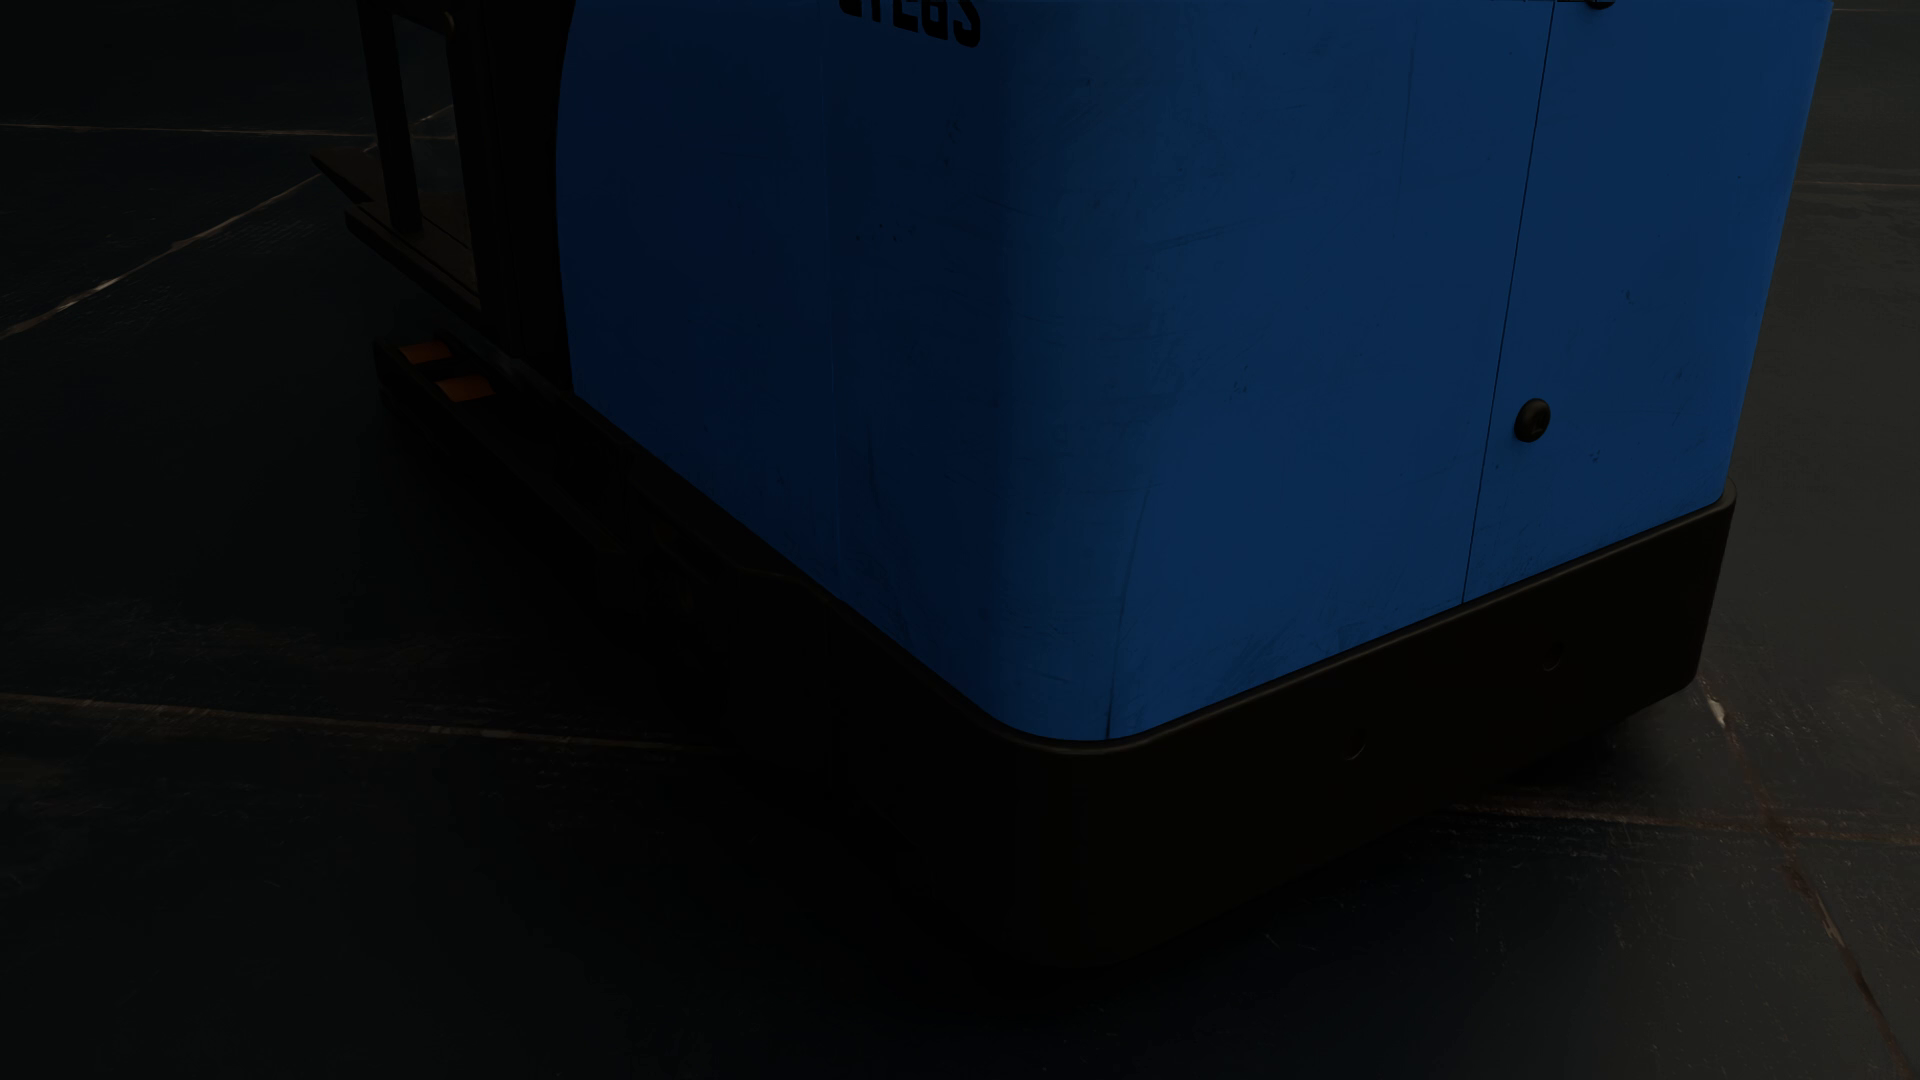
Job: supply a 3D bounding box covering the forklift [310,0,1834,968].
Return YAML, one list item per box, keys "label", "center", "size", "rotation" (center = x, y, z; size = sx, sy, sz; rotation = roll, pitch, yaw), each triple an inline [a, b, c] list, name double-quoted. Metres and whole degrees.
- label: "forklift"
  center: [-0.341, -1.521, 2.266]
  size: [1.130, 2.935, 3.031]
  rotation: [-17, 31, -30]
